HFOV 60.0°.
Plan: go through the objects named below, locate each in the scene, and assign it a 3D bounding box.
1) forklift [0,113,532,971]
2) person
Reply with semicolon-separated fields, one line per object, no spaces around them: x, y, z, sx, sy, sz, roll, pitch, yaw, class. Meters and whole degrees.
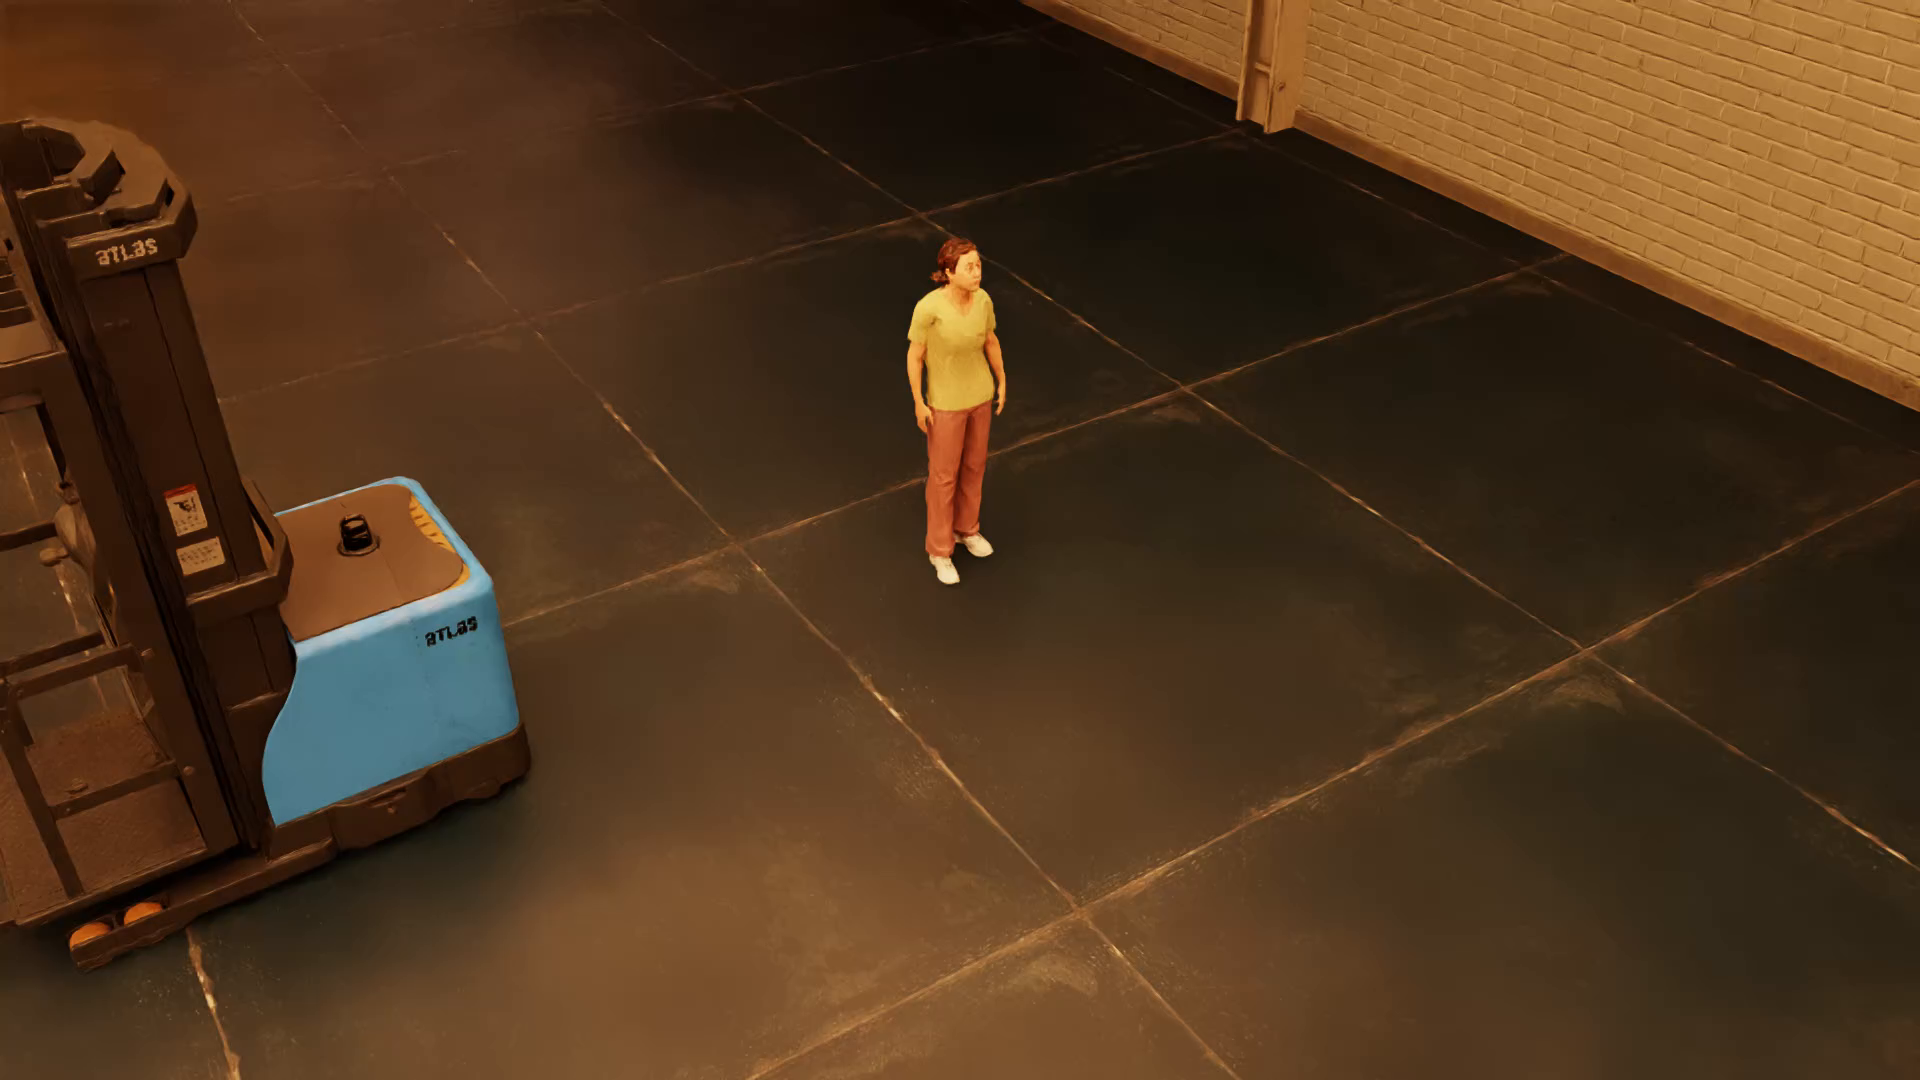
-3.360;0.088;6.023;3.031;2.935;1.130;-21;40;-28;forklift
0.031;-0.652;8.156;0.554;1.674;0.548;-21;40;-27;person
